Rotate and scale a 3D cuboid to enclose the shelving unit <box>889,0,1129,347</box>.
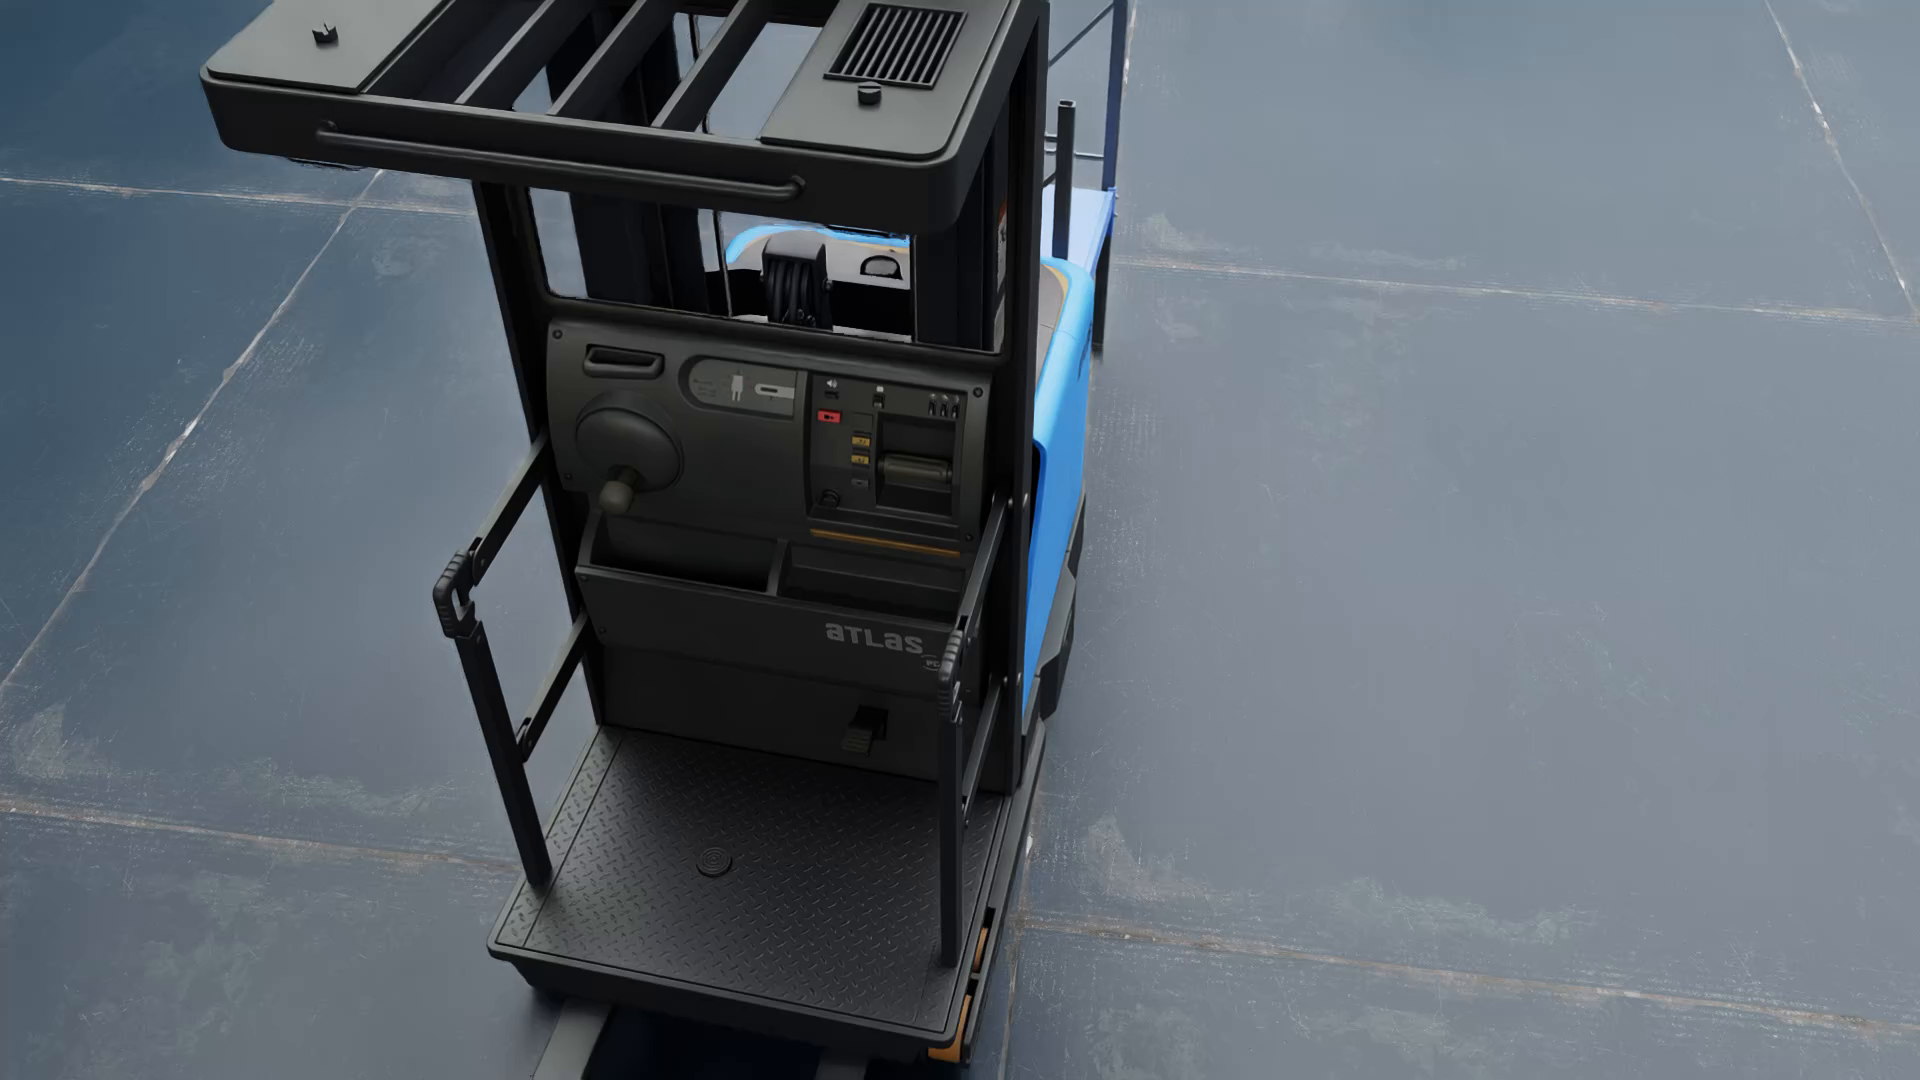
[{"bbox_3d":[0.162,-0.945,5.157,0.538,1.500,1.048,9,44,9],"label":"shelving unit"}]

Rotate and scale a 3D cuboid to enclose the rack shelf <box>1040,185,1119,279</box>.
[{"bbox_3d":[0.162,-0.815,5.281,0.538,0.185,1.000,9,44,9],"label":"rack shelf"}]

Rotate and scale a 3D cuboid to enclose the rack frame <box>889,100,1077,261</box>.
[{"bbox_3d":[0.051,-0.604,4.797,0.500,1.500,0.032,9,44,9],"label":"rack frame"}]

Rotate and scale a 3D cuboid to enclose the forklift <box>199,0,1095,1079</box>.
[{"bbox_3d":[-0.444,-0.121,3.246,1.130,2.935,3.031,9,44,9],"label":"forklift"}]

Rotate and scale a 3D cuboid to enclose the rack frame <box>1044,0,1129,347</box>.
[{"bbox_3d":[0.273,-1.286,5.518,0.500,1.500,0.032,9,44,9],"label":"rack frame"}]
